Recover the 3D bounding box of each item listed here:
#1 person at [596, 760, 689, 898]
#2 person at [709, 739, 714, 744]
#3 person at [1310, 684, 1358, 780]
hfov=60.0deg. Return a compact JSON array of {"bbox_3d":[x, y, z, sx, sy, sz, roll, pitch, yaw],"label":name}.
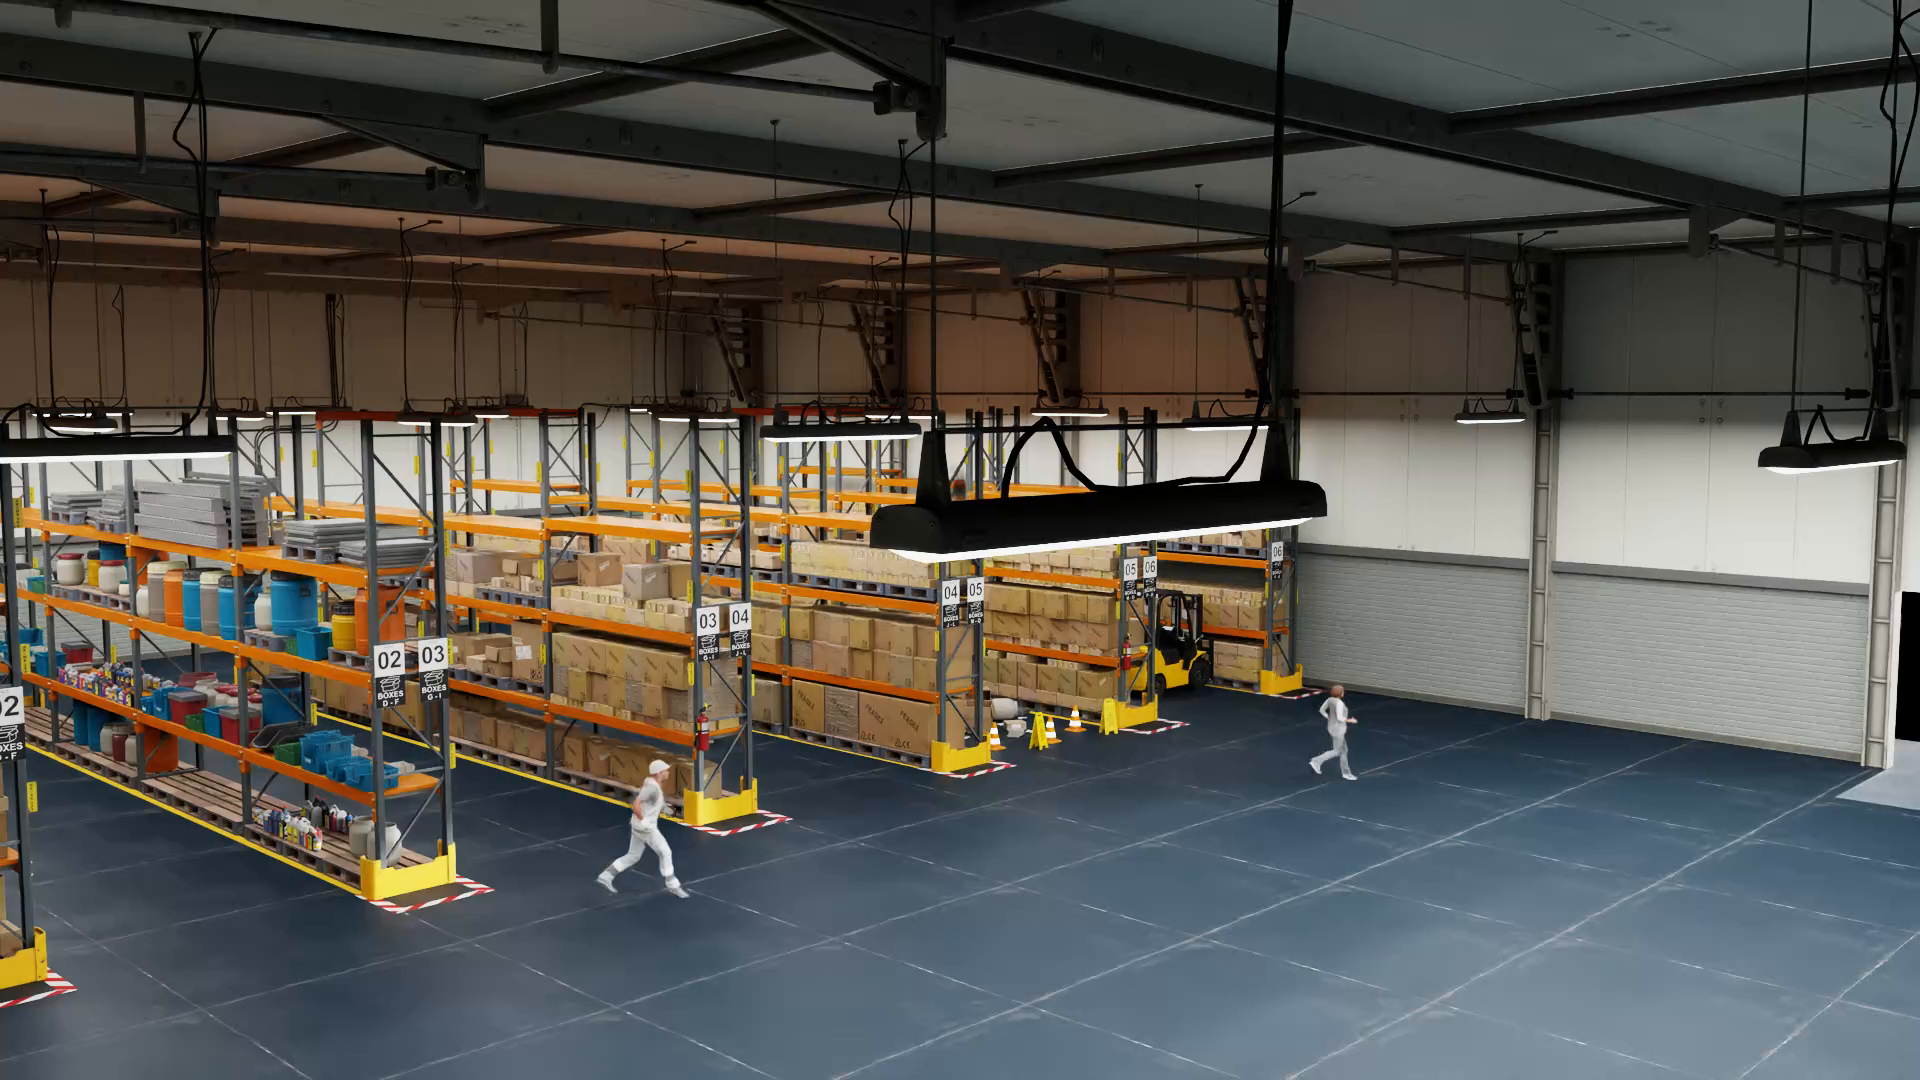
[{"bbox_3d":[-3.960,3.622,20.692,1.134,1.779,0.661,-2,5,-19],"label":"person"},{"bbox_3d":[-4.620,2.803,30.204,0.665,1.741,0.603,-4,7,-40],"label":"person"},{"bbox_3d":[6.101,3.154,27.105,0.848,1.575,0.538,-1,5,-8],"label":"person"}]
